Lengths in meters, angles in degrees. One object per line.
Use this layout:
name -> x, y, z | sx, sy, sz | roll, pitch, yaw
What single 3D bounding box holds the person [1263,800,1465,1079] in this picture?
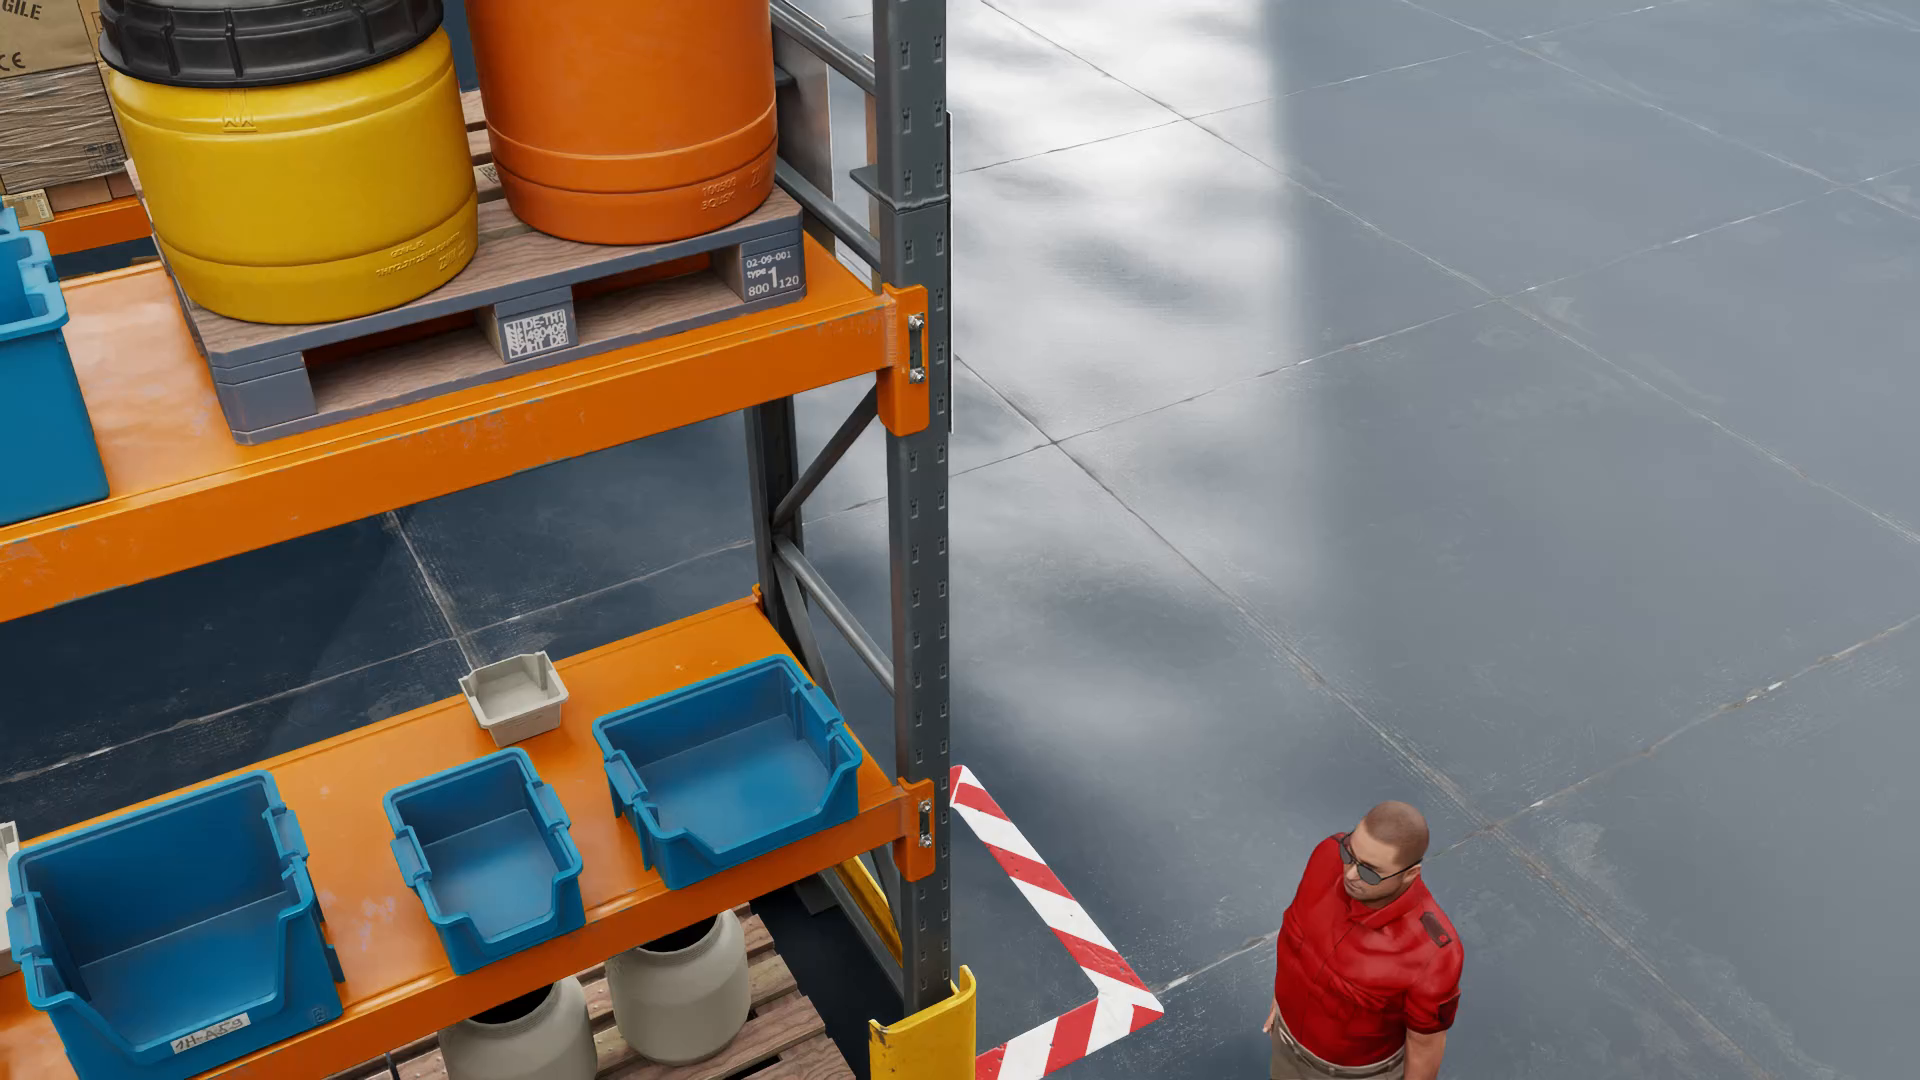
person -> 0.947, 1.351, 4.339 | 0.494, 1.724, 0.533 | -18, 40, -23
